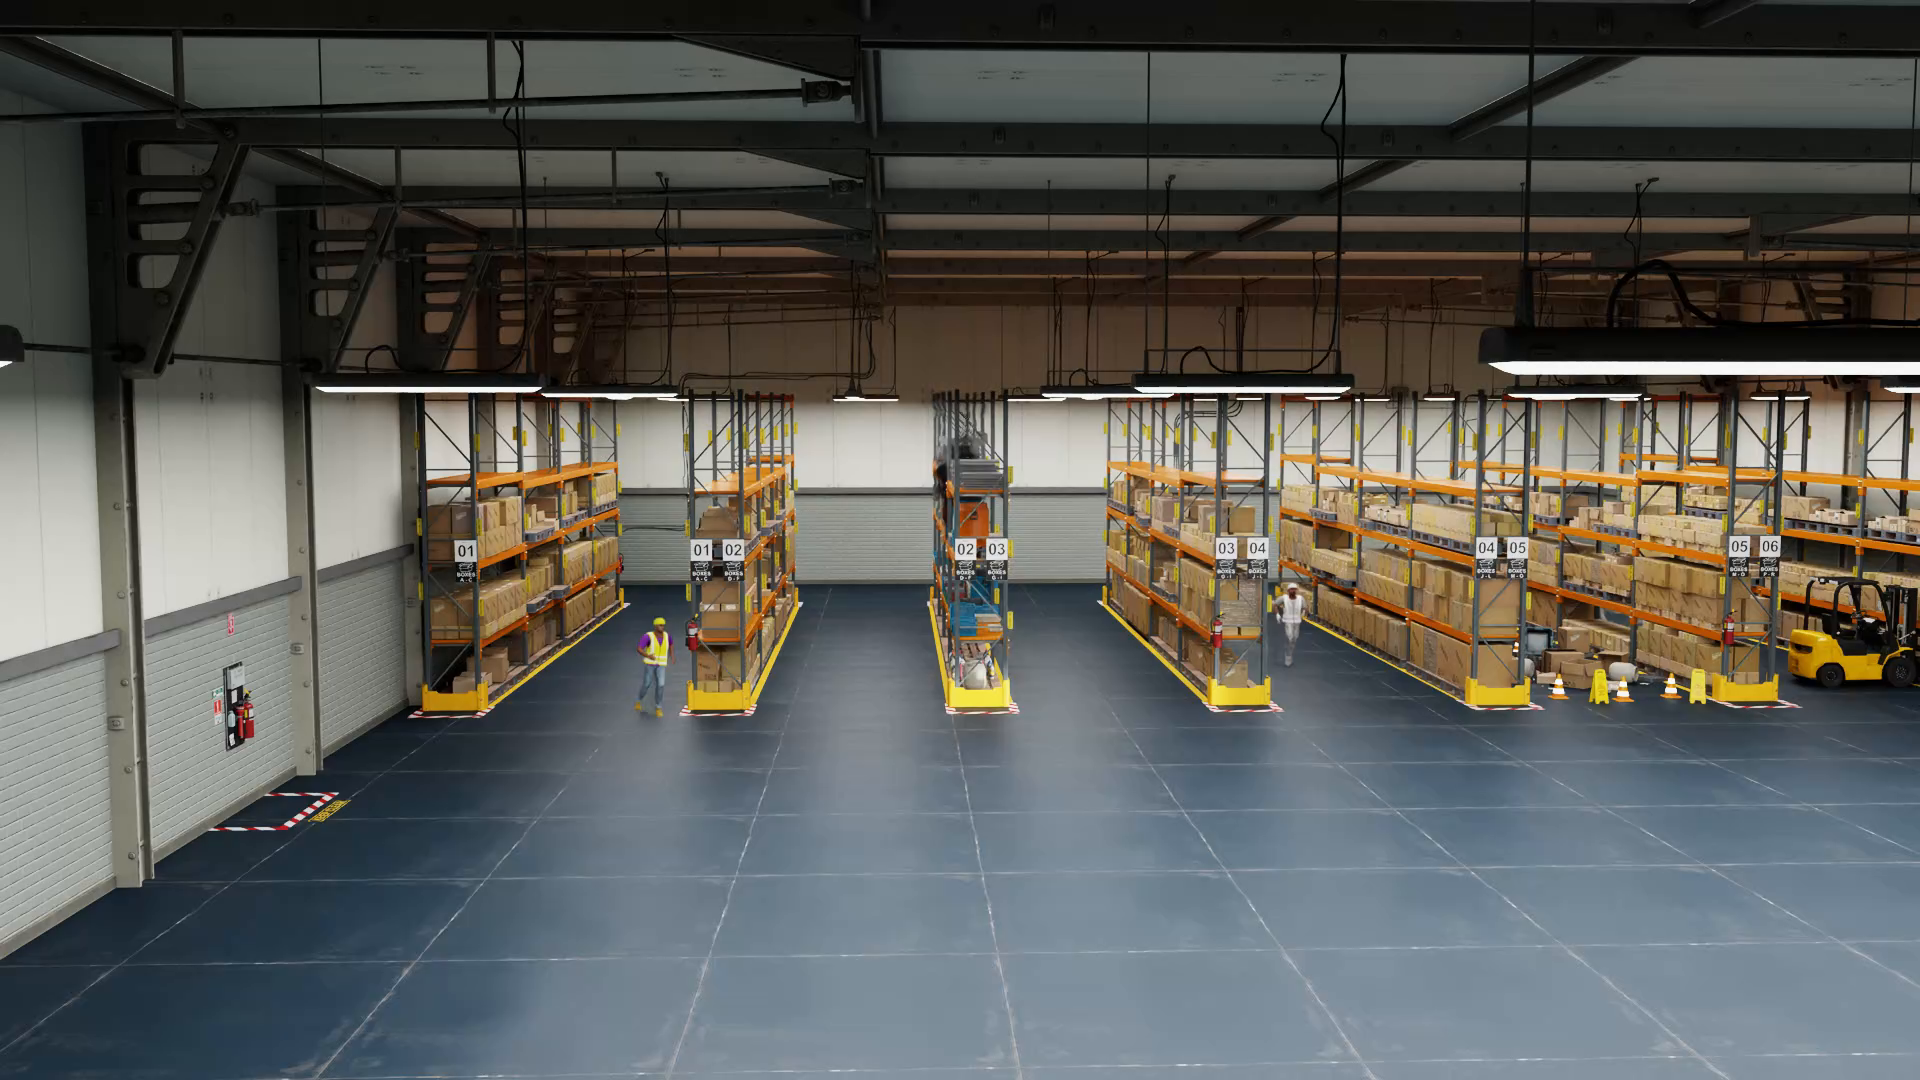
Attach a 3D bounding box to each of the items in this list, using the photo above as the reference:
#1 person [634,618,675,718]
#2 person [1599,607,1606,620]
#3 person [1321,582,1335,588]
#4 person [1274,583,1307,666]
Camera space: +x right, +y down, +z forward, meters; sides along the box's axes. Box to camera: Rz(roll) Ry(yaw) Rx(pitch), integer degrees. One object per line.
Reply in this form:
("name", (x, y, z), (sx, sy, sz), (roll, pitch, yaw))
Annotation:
("person", (-5.606, 2.330, 30.783), (0.760, 1.789, 0.862), (-3, 5, -30))
("person", (16.426, 1.357, 42.744), (0.672, 1.837, 0.823), (-1, 5, -11))
("person", (10.694, 0.914, 48.424), (0.681, 1.788, 0.722), (-5, 7, -44))
("person", (7.322, 1.857, 36.647), (0.663, 1.824, 0.769), (-1, 5, -10))
